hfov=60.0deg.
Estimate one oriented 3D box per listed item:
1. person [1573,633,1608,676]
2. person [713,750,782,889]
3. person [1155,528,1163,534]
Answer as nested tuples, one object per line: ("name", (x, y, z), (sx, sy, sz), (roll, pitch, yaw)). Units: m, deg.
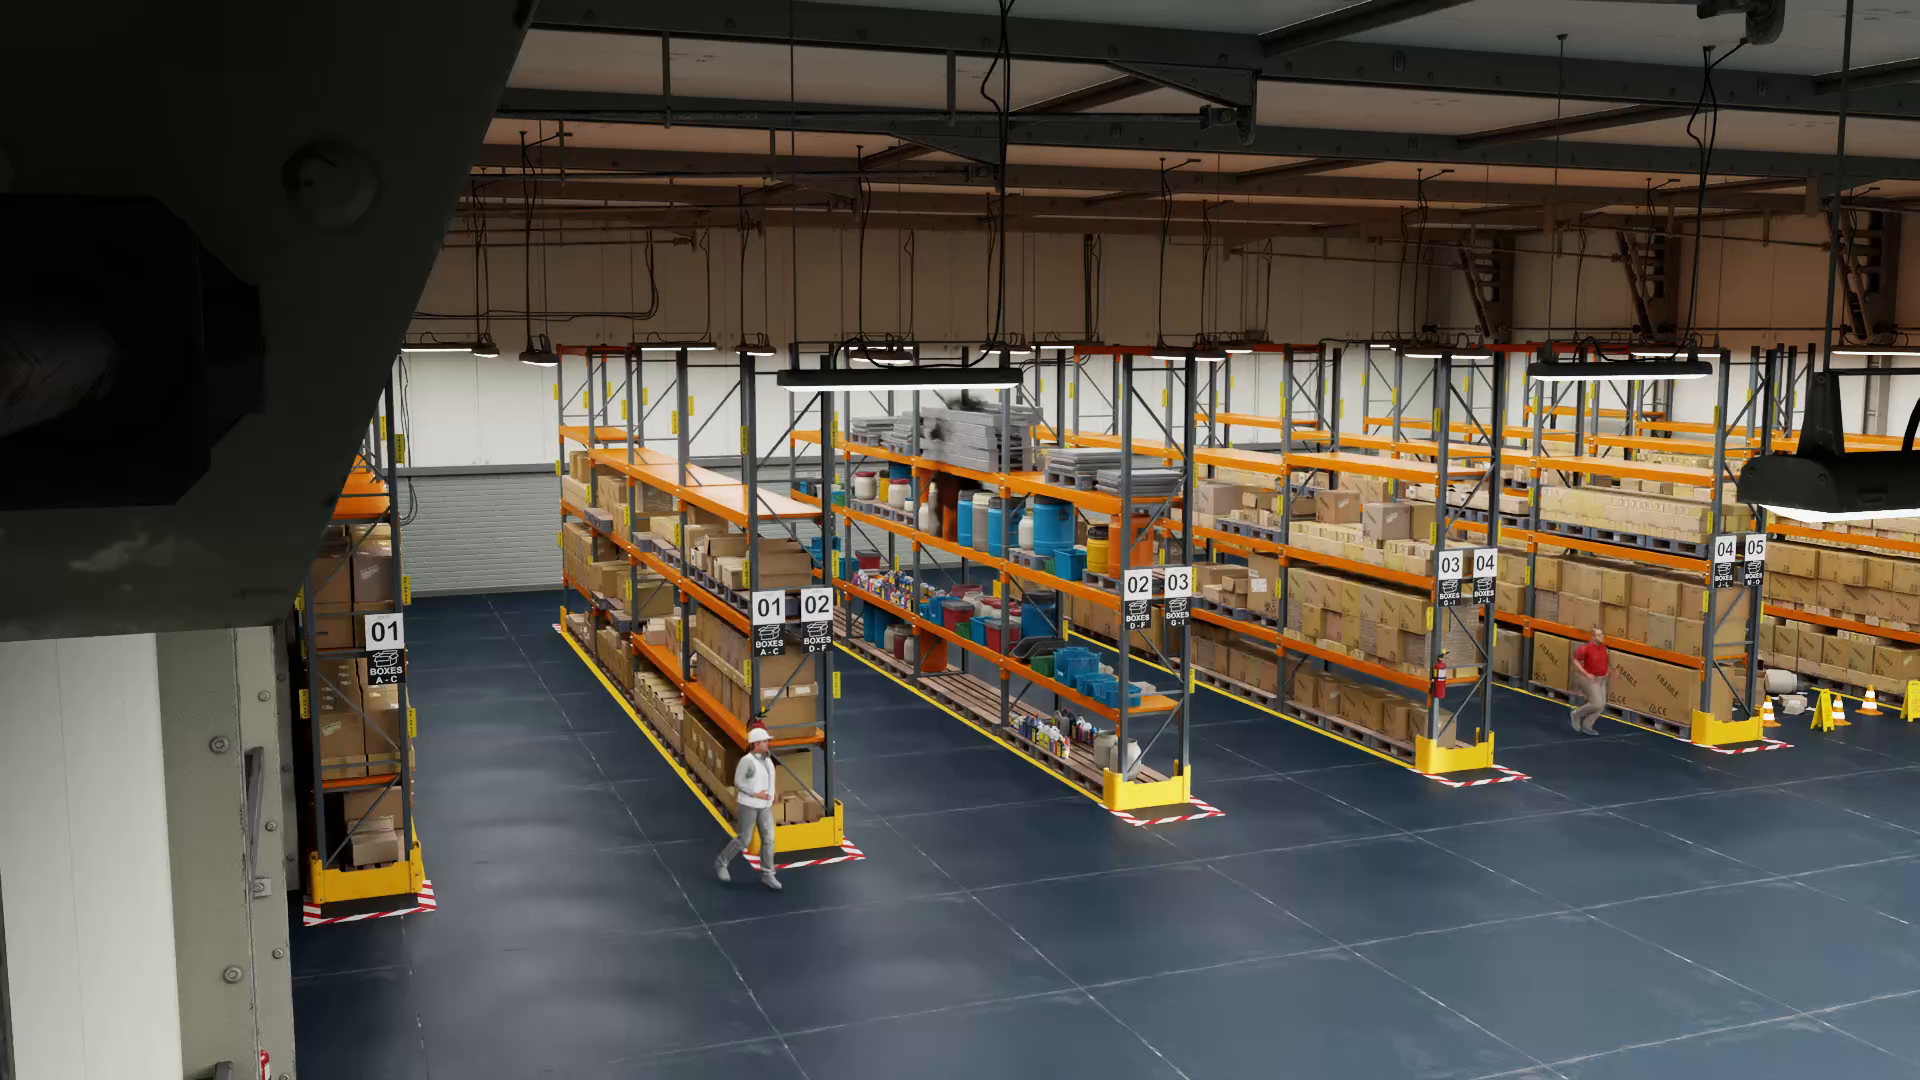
("person", (9.882, 1.779, 25.894), (0.629, 0.687, 0.381), (-5, 9, -32))
("person", (-2.314, 3.158, 19.065), (0.878, 1.523, 0.724), (4, 8, 31))
("person", (4.648, 0.551, 38.979), (0.674, 1.654, 0.917), (-1, 7, -11))
